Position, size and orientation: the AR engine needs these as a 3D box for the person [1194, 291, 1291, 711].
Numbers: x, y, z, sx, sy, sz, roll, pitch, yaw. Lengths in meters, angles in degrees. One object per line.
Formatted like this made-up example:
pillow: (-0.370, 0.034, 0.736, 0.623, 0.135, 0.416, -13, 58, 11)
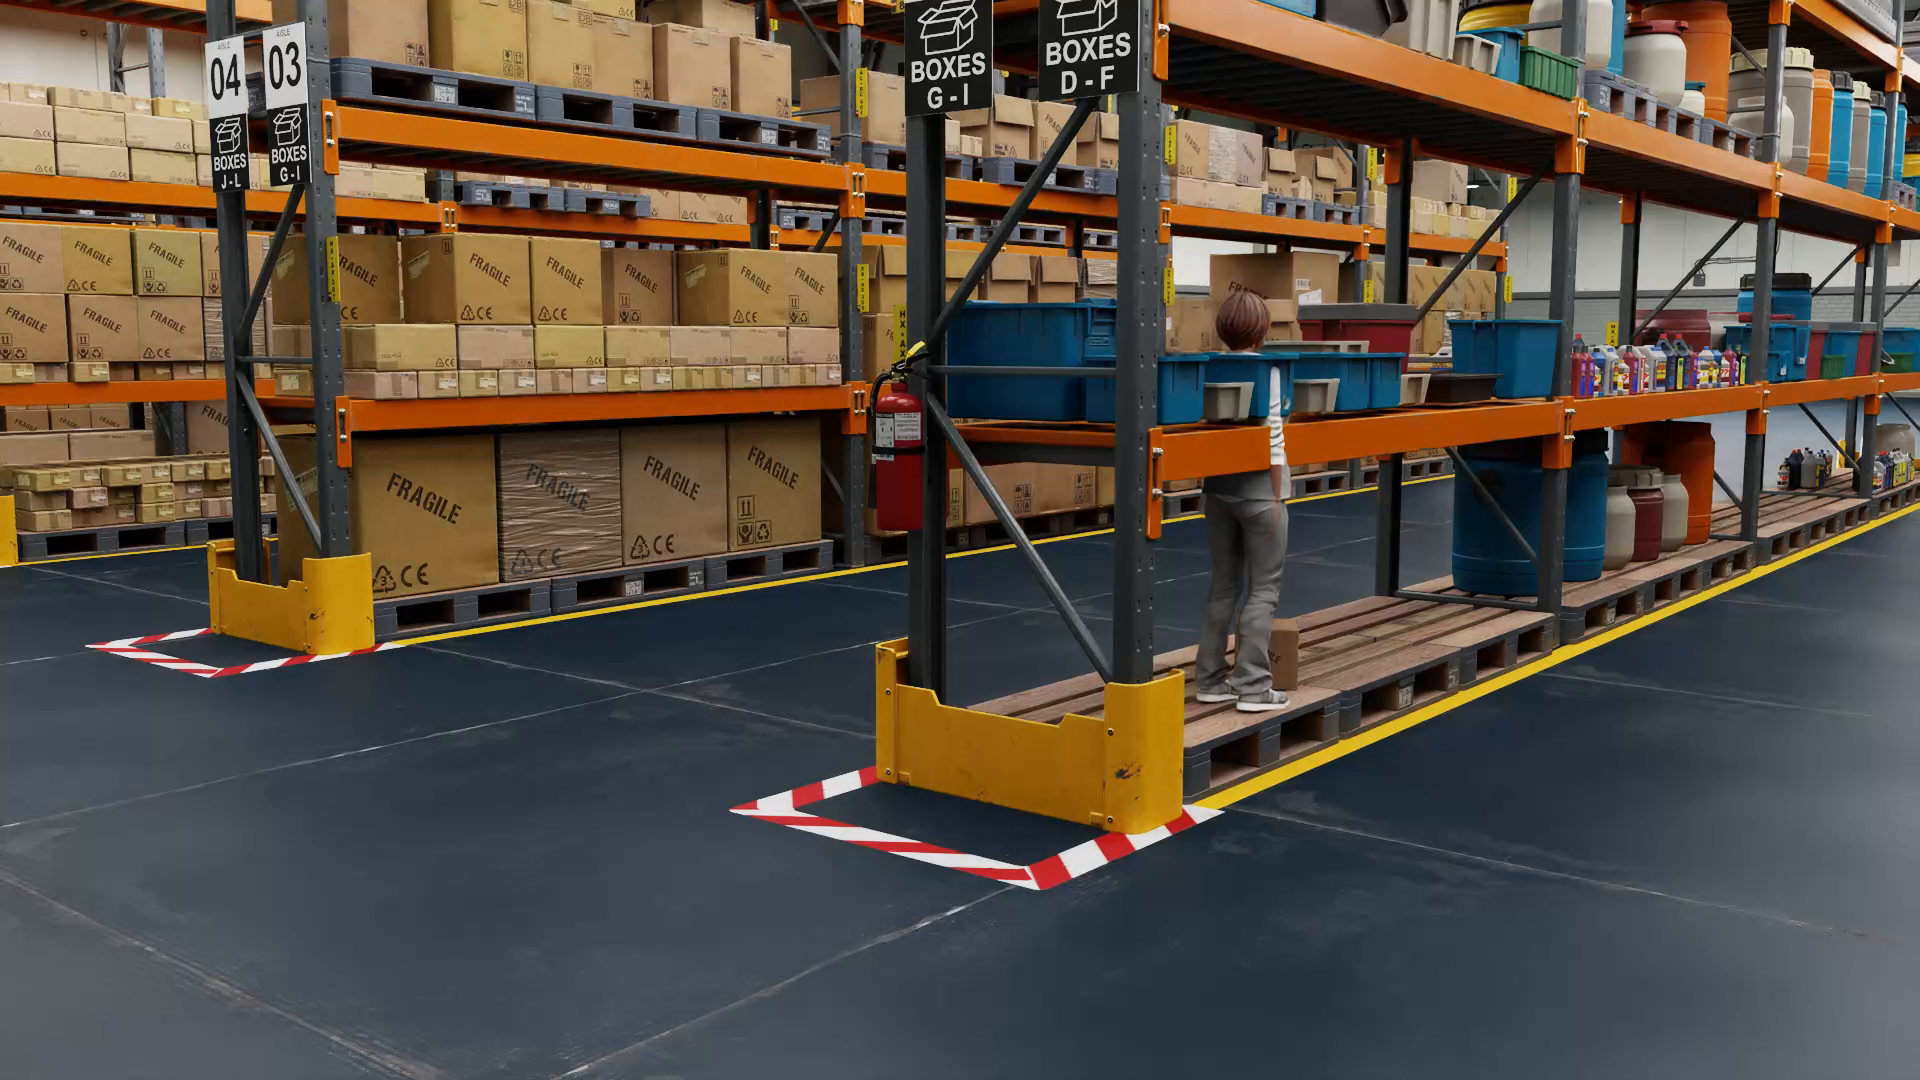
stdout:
person: (1.084, -0.149, 6.371, 0.307, 1.598, 0.408, -5, 9, -37)
